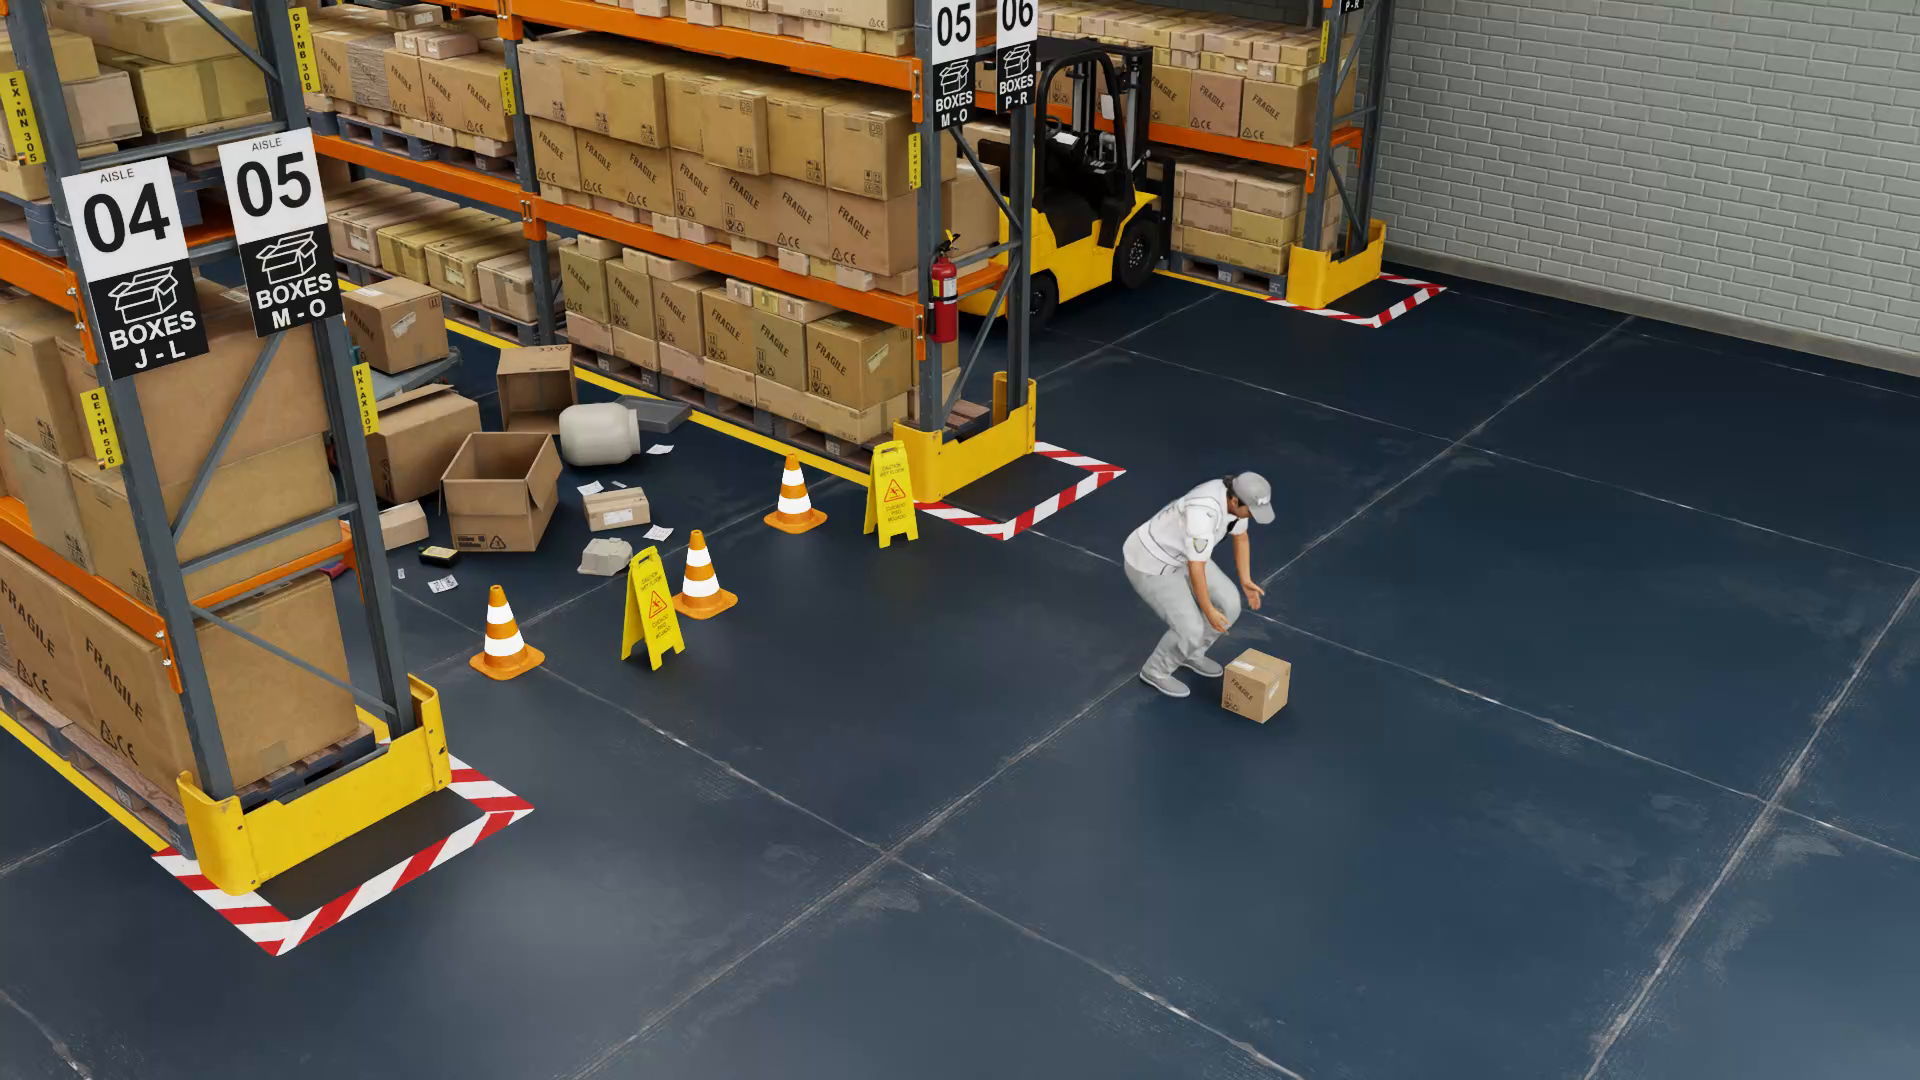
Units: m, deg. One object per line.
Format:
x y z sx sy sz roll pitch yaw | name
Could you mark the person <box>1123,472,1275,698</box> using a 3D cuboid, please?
1.250 0.172 8.699 0.773 1.294 0.537 21 34 34 | person
